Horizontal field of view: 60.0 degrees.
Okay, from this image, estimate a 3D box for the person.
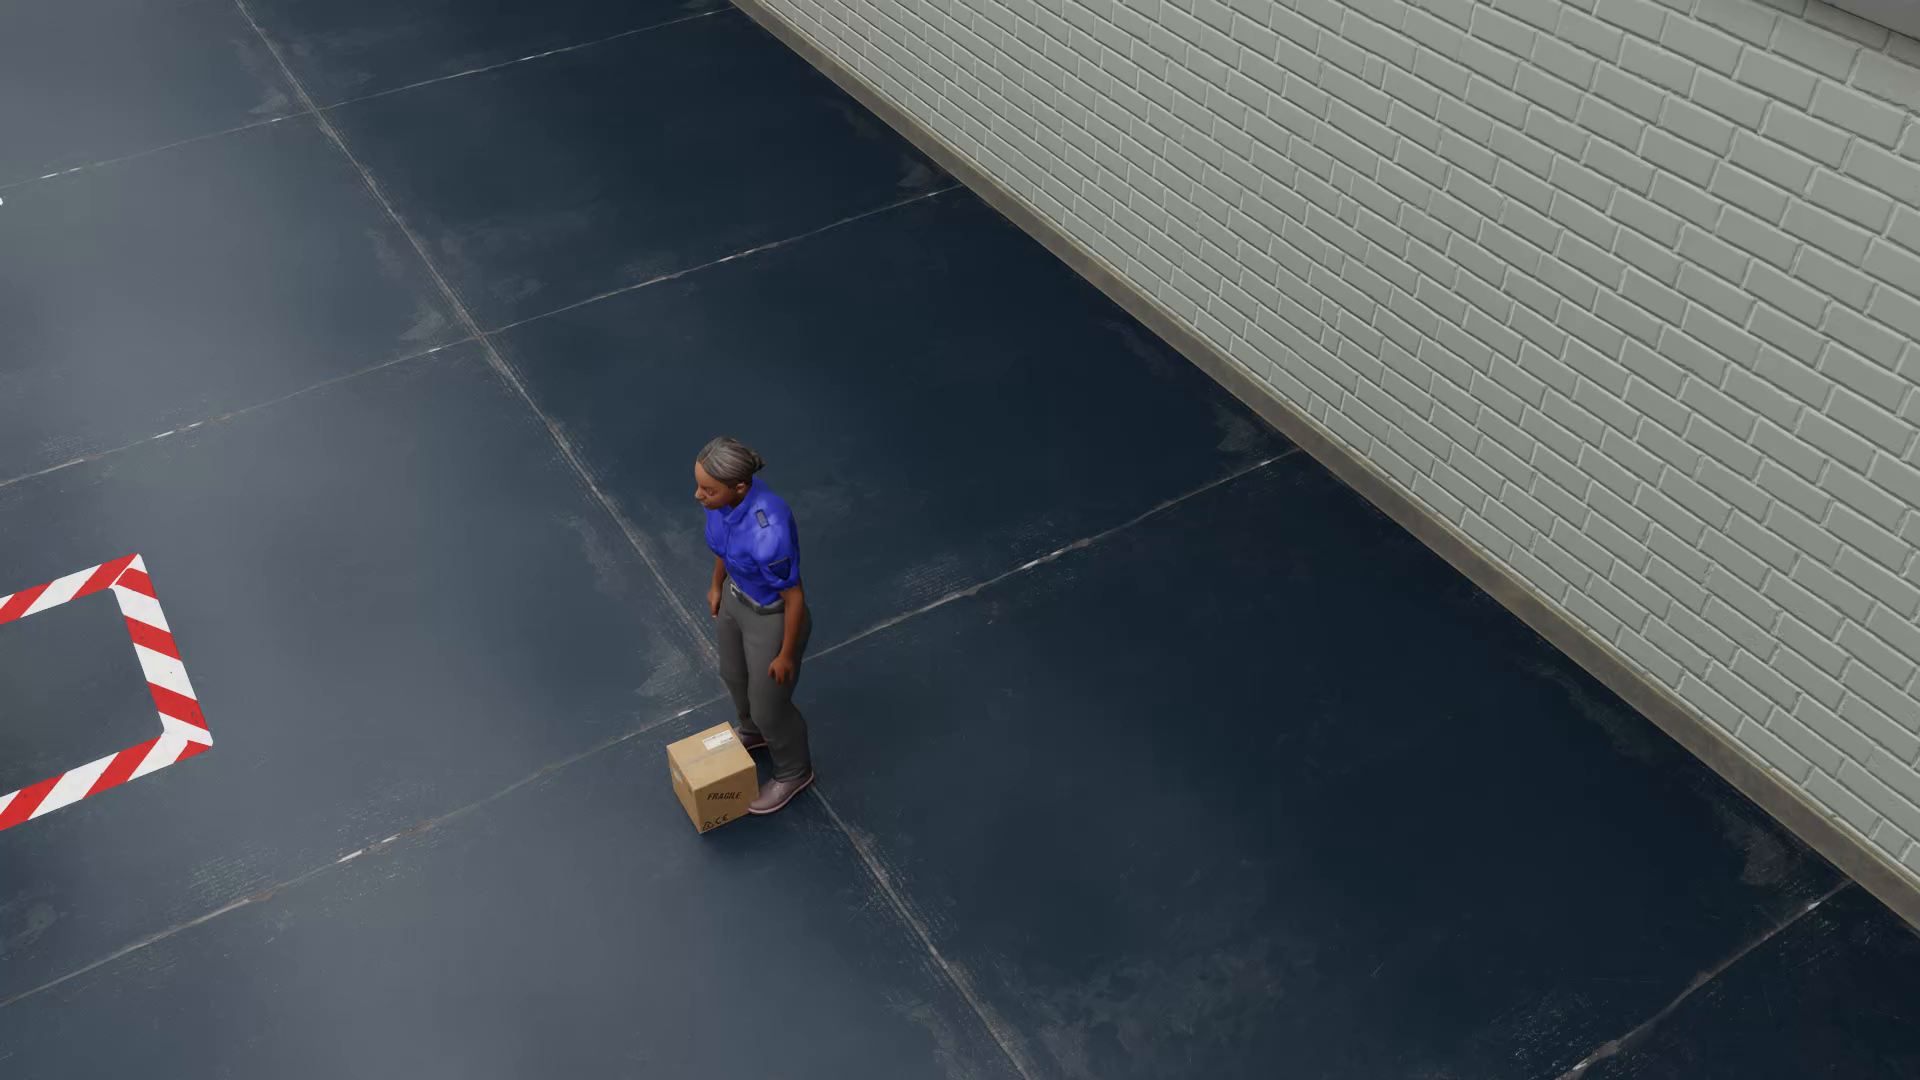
[{"bbox_3d":[-0.727,0.270,5.851,0.349,1.655,0.532,-25,47,-26],"label":"person"}]
